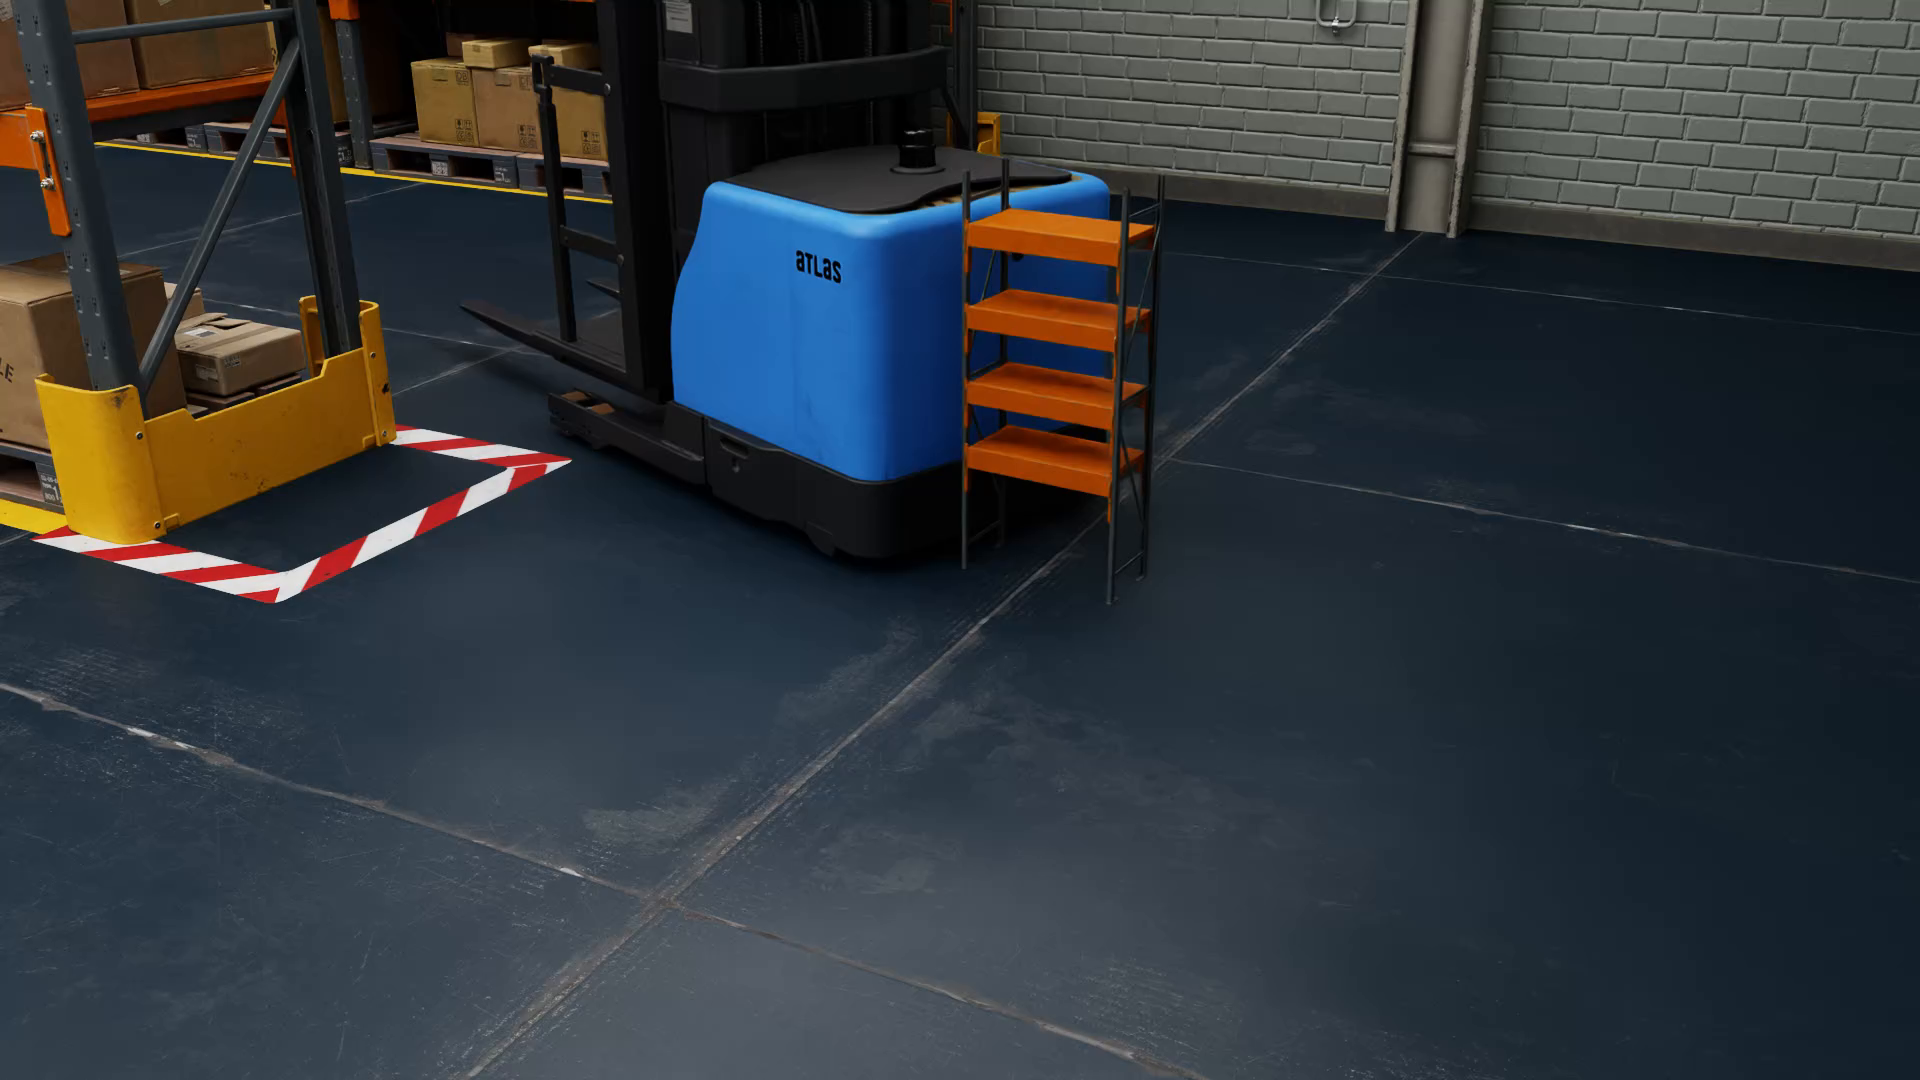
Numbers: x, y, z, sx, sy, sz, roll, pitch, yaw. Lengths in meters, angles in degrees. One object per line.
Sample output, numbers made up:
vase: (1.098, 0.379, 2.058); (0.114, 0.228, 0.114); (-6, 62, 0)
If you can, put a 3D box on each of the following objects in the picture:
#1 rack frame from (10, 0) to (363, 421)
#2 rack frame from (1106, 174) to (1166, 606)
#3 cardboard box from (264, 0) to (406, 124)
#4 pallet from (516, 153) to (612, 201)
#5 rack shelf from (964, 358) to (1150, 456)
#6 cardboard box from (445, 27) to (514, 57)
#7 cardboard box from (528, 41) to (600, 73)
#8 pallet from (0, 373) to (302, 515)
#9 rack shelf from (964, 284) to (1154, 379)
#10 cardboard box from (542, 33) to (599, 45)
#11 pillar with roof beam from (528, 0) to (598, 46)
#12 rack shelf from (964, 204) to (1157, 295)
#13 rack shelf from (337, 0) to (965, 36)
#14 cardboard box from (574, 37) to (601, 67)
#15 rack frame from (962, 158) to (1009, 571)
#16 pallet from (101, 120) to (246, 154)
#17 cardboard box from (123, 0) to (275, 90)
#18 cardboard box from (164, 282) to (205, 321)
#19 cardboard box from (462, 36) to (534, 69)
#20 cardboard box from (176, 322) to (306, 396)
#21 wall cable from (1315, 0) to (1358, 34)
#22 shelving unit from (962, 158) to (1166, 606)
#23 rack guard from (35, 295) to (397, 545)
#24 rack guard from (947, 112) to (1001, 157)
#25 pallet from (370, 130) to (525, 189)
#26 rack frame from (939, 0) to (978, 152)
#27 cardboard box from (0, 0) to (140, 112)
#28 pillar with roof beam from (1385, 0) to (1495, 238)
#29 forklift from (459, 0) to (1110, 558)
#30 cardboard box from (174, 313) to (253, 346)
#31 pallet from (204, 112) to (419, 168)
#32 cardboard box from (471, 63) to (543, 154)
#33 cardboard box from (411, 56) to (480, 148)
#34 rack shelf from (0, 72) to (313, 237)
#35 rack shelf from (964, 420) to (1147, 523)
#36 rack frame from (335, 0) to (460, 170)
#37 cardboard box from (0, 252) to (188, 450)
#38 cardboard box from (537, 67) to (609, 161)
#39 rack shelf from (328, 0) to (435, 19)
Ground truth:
rack frame: (-2.404, -1.577, 5.124); (0.127, 3.000, 1.000); (11, 25, 25)
rack frame: (0.491, -0.402, 4.662); (0.015, 1.200, 0.240); (13, 26, 28)
cardboard box: (-4.380, -3.287, 11.356); (0.750, 0.750, 0.750); (12, 26, 25)
pallet: (-2.006, -2.354, 10.515); (1.213, 0.211, 1.003); (11, 25, 25)
rack shelf: (0.282, -0.389, 4.805); (0.480, 0.148, 0.258); (13, 26, 28)
cardboard box: (-3.160, -3.282, 10.963); (0.250, 0.149, 0.380); (11, 25, 24)
cardboard box: (-2.431, -2.971, 10.232); (0.250, 0.149, 0.380); (10, 25, 23)
pallet: (-3.183, -0.447, 6.032); (1.213, 0.211, 1.003); (11, 25, 25)
rack shelf: (0.282, -0.595, 4.717); (0.480, 0.148, 0.258); (13, 26, 28)
cardboard box: (-2.454, -3.143, 10.637); (0.250, 0.149, 0.380); (10, 25, 23)
pillar with roof beam: (-4.669, -5.449, 6.565); (0.400, 9.000, 9.100); (11, 25, 25)
rack shelf: (0.282, -0.813, 4.624); (0.480, 0.148, 0.258); (13, 26, 28)
rack shelf: (-1.957, -3.329, 10.165); (4.000, 0.370, 1.077); (11, 25, 25)
cardboard box: (-2.229, -3.099, 10.532); (0.250, 0.149, 0.380); (11, 26, 25)
rack frame: (0.073, -0.501, 4.894); (0.015, 1.200, 0.240); (13, 26, 28)
pallet: (-5.557, -3.055, 12.164); (1.213, 0.211, 1.003); (11, 25, 25)
cardboard box: (-2.681, -1.793, 5.505); (0.500, 0.500, 0.500); (12, 26, 26)
cardboard box: (-3.207, -0.797, 6.243); (0.500, 0.250, 0.500); (11, 25, 25)
cardboard box: (-2.897, -3.063, 10.448); (0.250, 0.149, 0.380); (12, 26, 26)
cardboard box: (-2.622, -0.661, 6.052); (0.250, 0.149, 0.380); (11, 25, 25)
wall cable: (1.398, -3.879, 9.240); (1.851, 1.984, 0.084); (11, 25, 25)
shelving unit: (0.282, -0.451, 4.778); (0.503, 1.200, 0.258); (13, 26, 28)
rack guard: (-2.472, -0.440, 5.645); (0.348, 0.500, 1.175); (11, 25, 25)
rack guard: (-0.151, -2.153, 9.673); (0.348, 0.500, 1.175); (11, 25, 25)
pallet: (-3.098, -2.569, 11.021); (1.213, 0.211, 1.003); (11, 25, 25)
rack frame: (-0.172, -3.307, 9.194); (0.127, 3.000, 1.000); (11, 25, 25)
cardboard box: (-2.926, -1.607, 5.067); (0.500, 0.500, 0.500); (12, 26, 26)
pillar with roof beam: (0.685, -4.390, 4.074); (0.400, 9.000, 9.100); (11, 25, 25)
forklift: (-0.870, -1.790, 5.714); (1.130, 2.935, 3.031); (-19, 30, -38)
cardboard box: (-2.845, -0.713, 6.152); (0.250, 0.166, 0.380); (11, 25, 25)
pallet: (-4.464, -2.840, 11.659); (1.213, 0.211, 1.003); (11, 25, 25)
cardboard box: (-2.674, -2.799, 10.656); (0.500, 0.500, 0.700); (11, 25, 24)
cardboard box: (-3.121, -2.889, 10.867); (0.500, 0.500, 0.700); (12, 26, 25)
rack shelf: (-4.189, -1.599, 6.095); (4.000, 0.370, 1.077); (11, 25, 25)
rack shelf: (0.282, -0.207, 4.882); (0.480, 0.148, 0.258); (13, 26, 28)
rack frame: (-3.742, -4.014, 10.855); (0.127, 3.000, 1.000); (11, 25, 25)
cardboard box: (-3.000, -0.639, 5.551); (0.500, 0.500, 0.500); (11, 25, 25)
cardboard box: (-2.217, -2.707, 10.441); (0.500, 0.500, 0.700); (12, 26, 26)
rack shelf: (-5.527, -4.036, 11.826); (4.000, 0.370, 1.077); (11, 25, 25)
